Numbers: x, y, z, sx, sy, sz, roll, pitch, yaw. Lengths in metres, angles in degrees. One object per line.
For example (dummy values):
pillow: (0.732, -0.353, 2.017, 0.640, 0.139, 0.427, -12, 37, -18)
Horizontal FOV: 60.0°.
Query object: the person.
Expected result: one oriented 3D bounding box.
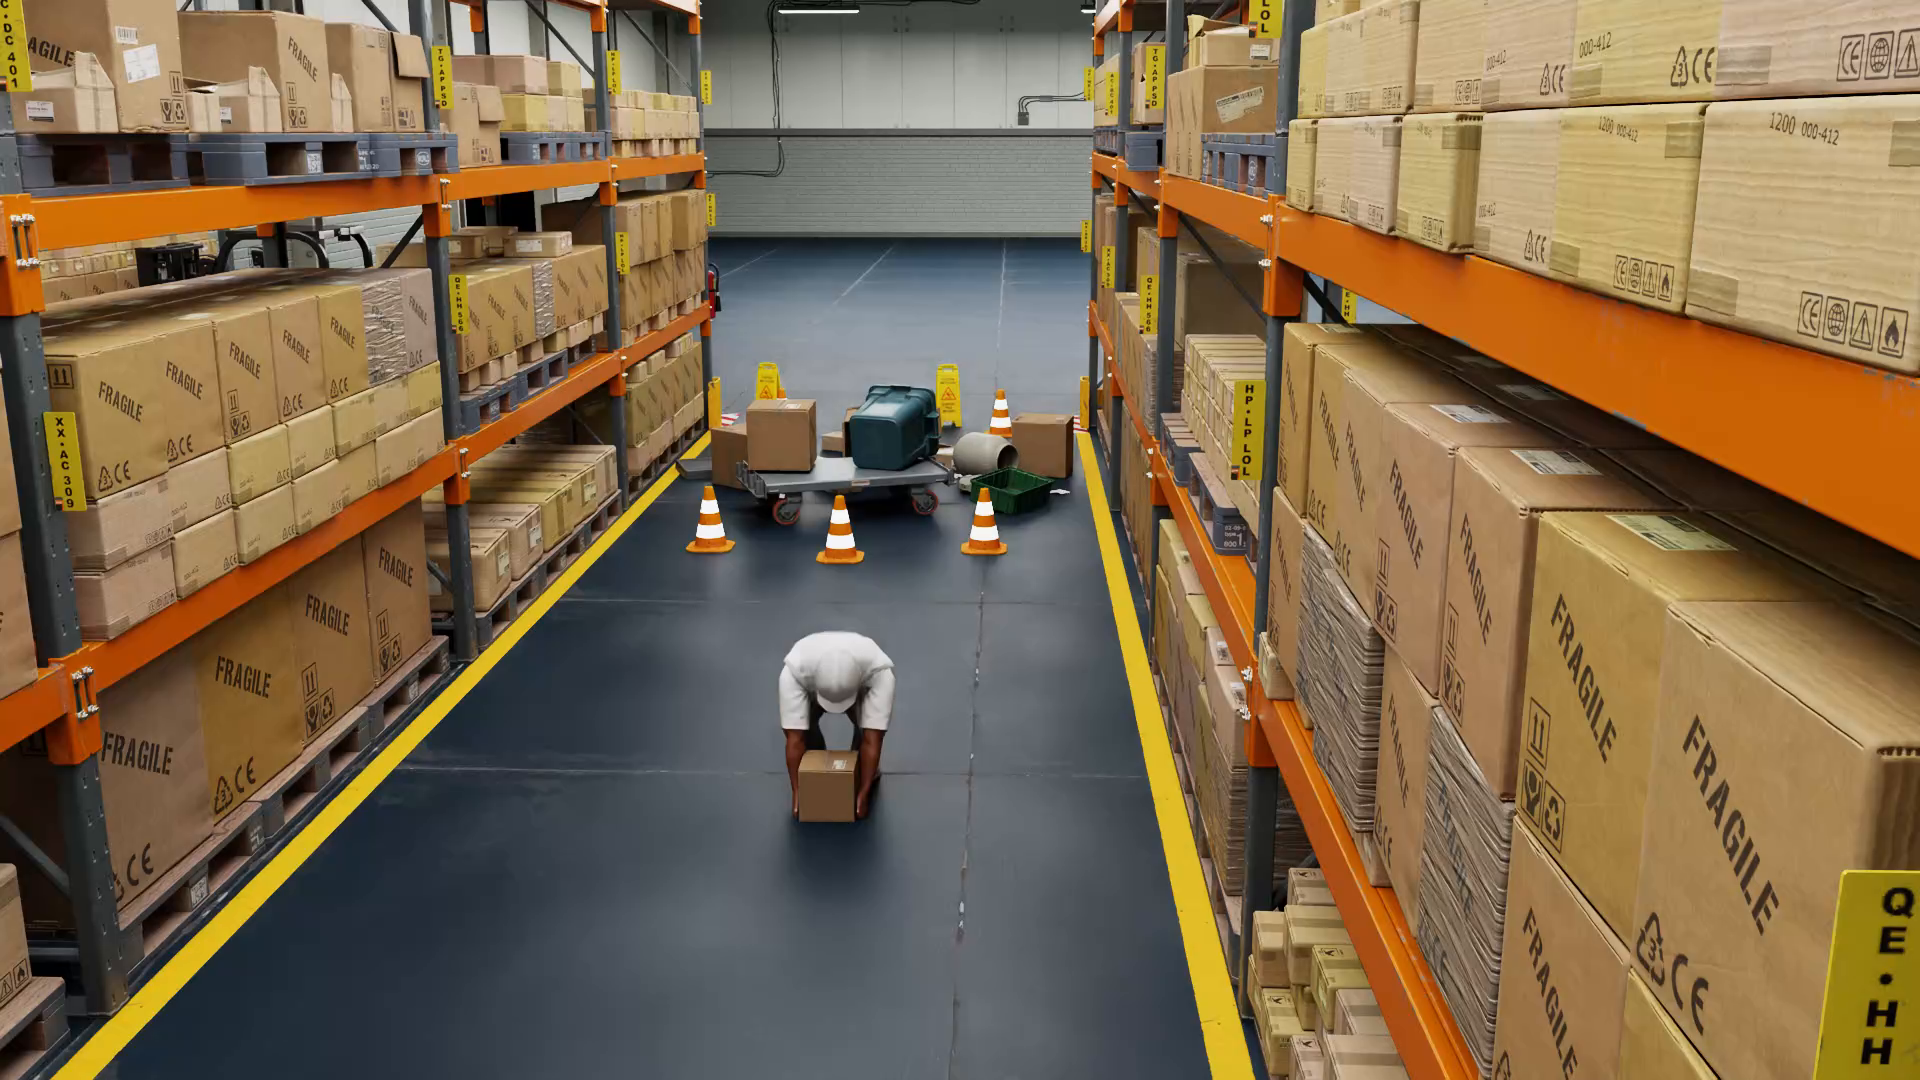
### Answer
person: (-0.573, 0.779, 7.790, 0.514, 0.844, 0.979, 0, 14, 0)
